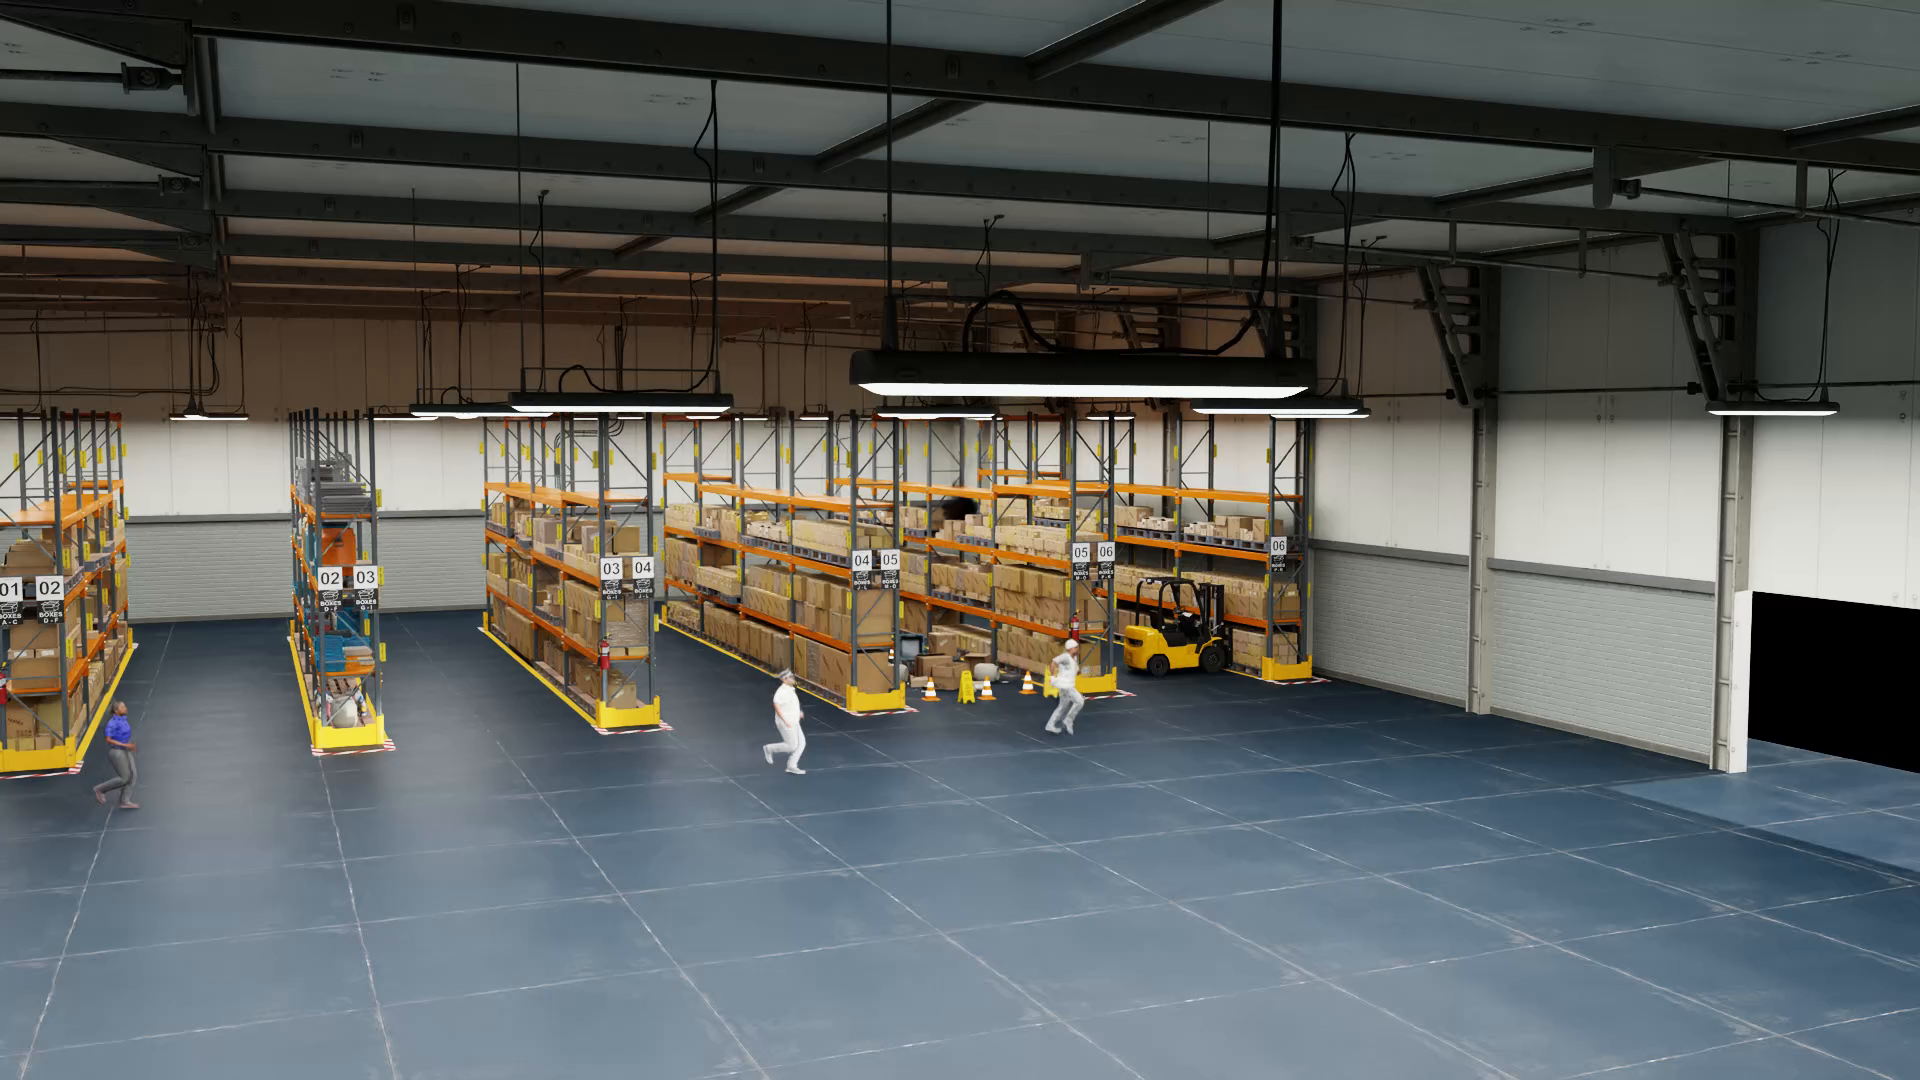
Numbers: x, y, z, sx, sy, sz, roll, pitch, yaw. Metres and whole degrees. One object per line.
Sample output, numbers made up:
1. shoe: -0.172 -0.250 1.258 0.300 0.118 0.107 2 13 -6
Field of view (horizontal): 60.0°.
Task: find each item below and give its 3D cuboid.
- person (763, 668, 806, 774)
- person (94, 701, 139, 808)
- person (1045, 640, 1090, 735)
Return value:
1. person: -2.866 2.961 27.204 0.660 1.747 0.683 1 4 10
2. person: -12.515 3.185 24.699 0.630 1.611 0.577 -1 4 -8
3. person: 1.972 2.698 30.449 0.806 1.754 0.718 1 4 17
